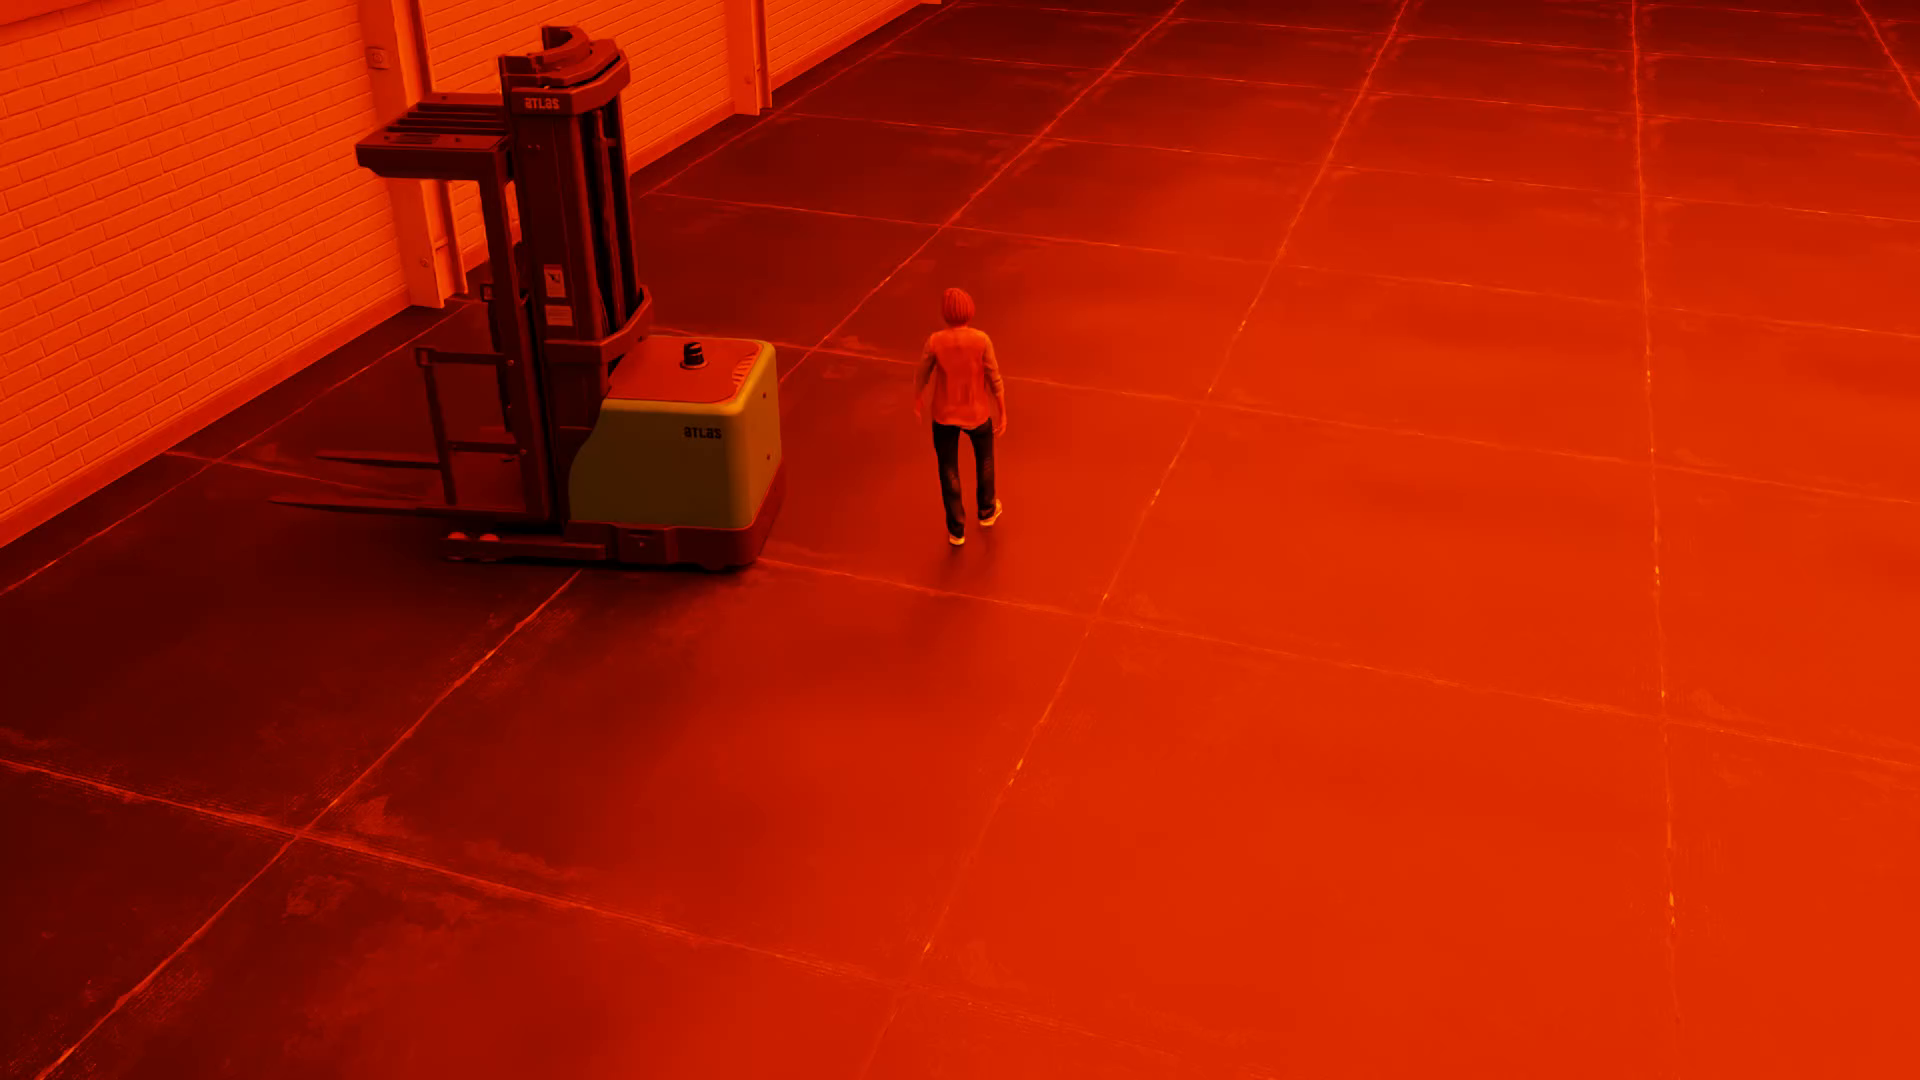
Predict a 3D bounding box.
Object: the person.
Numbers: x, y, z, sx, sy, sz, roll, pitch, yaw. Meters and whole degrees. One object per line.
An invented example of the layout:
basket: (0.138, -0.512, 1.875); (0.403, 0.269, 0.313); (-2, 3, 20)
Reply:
person: (0.001, -0.758, 9.837); (0.547, 1.578, 0.519); (0, 30, -1)

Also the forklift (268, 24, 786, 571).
forklift: (-2.653, -1.397, 9.587); (3.031, 2.935, 1.130); (3, 30, 6)
